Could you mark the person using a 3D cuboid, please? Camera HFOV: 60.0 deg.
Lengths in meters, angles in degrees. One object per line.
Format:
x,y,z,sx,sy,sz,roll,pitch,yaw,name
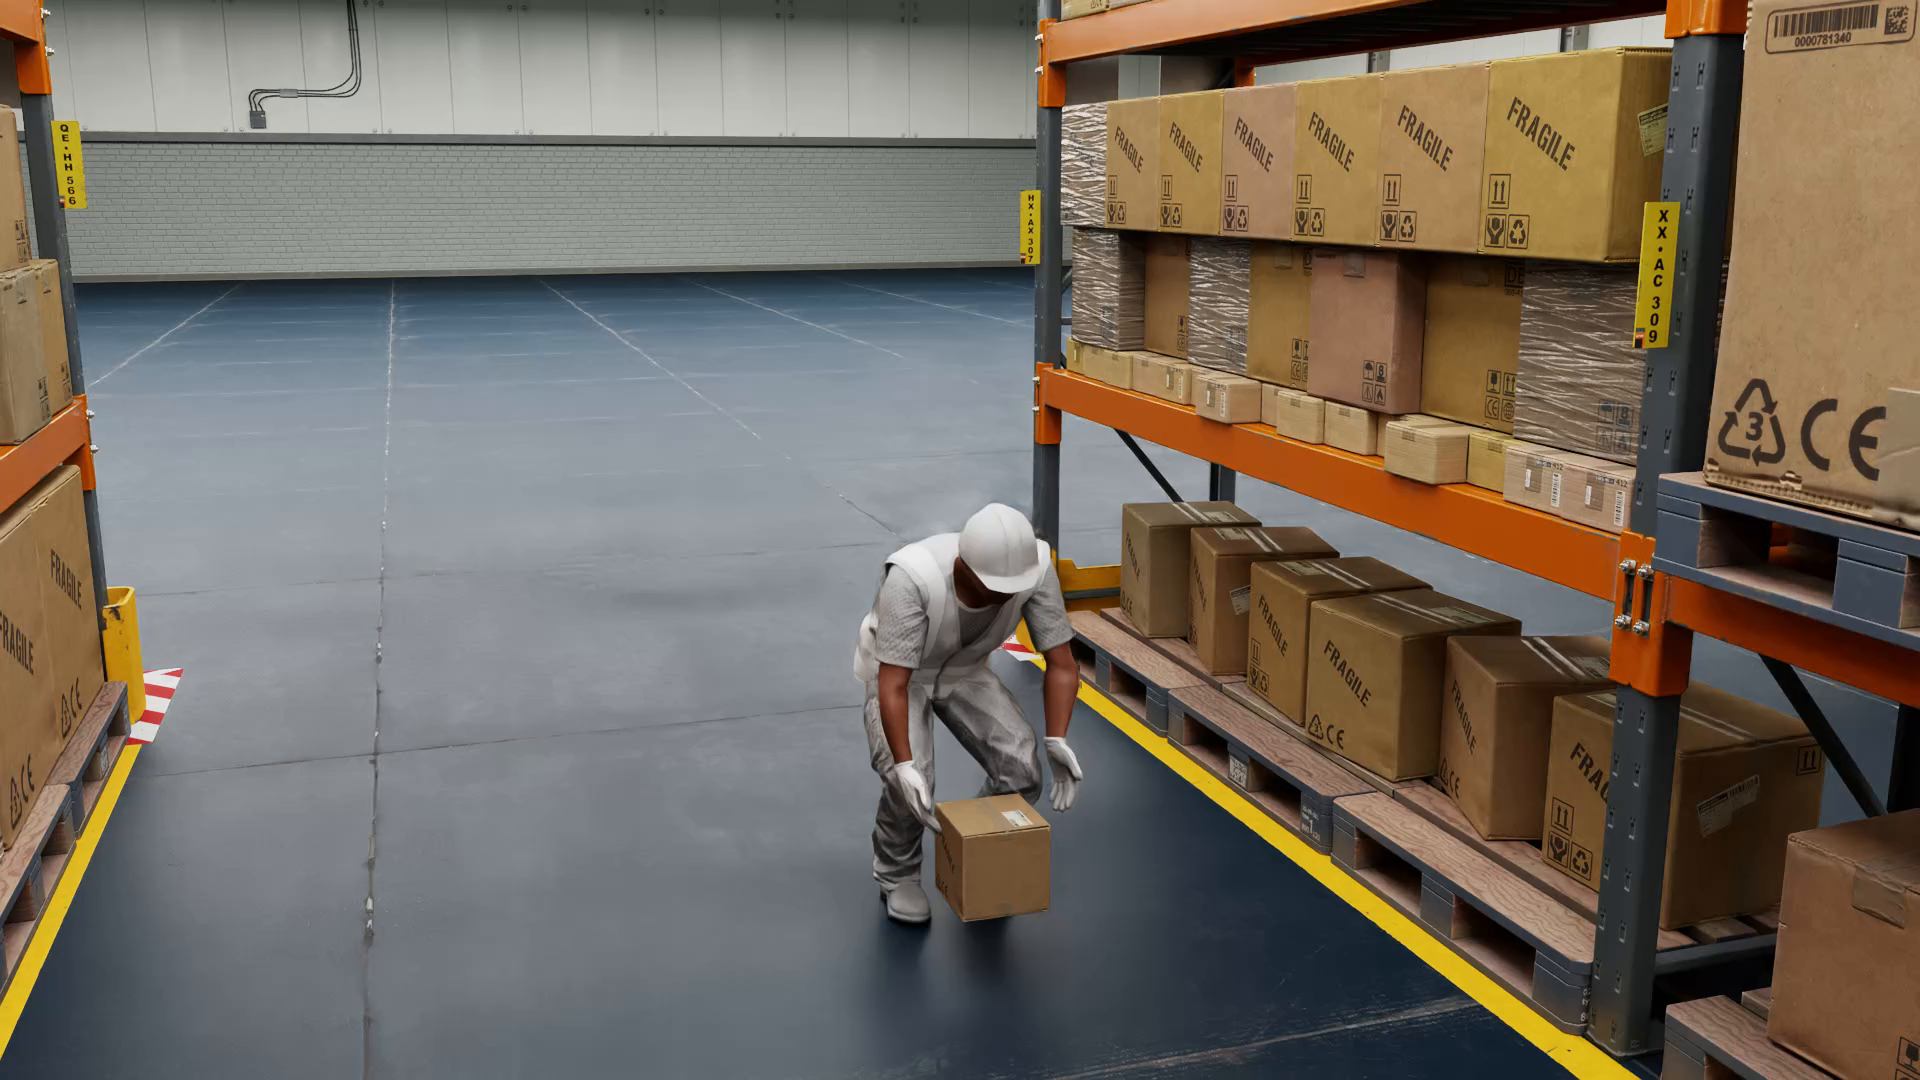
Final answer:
0.008,0.474,4.900,0.610,1.293,0.823,-4,13,-18,person
